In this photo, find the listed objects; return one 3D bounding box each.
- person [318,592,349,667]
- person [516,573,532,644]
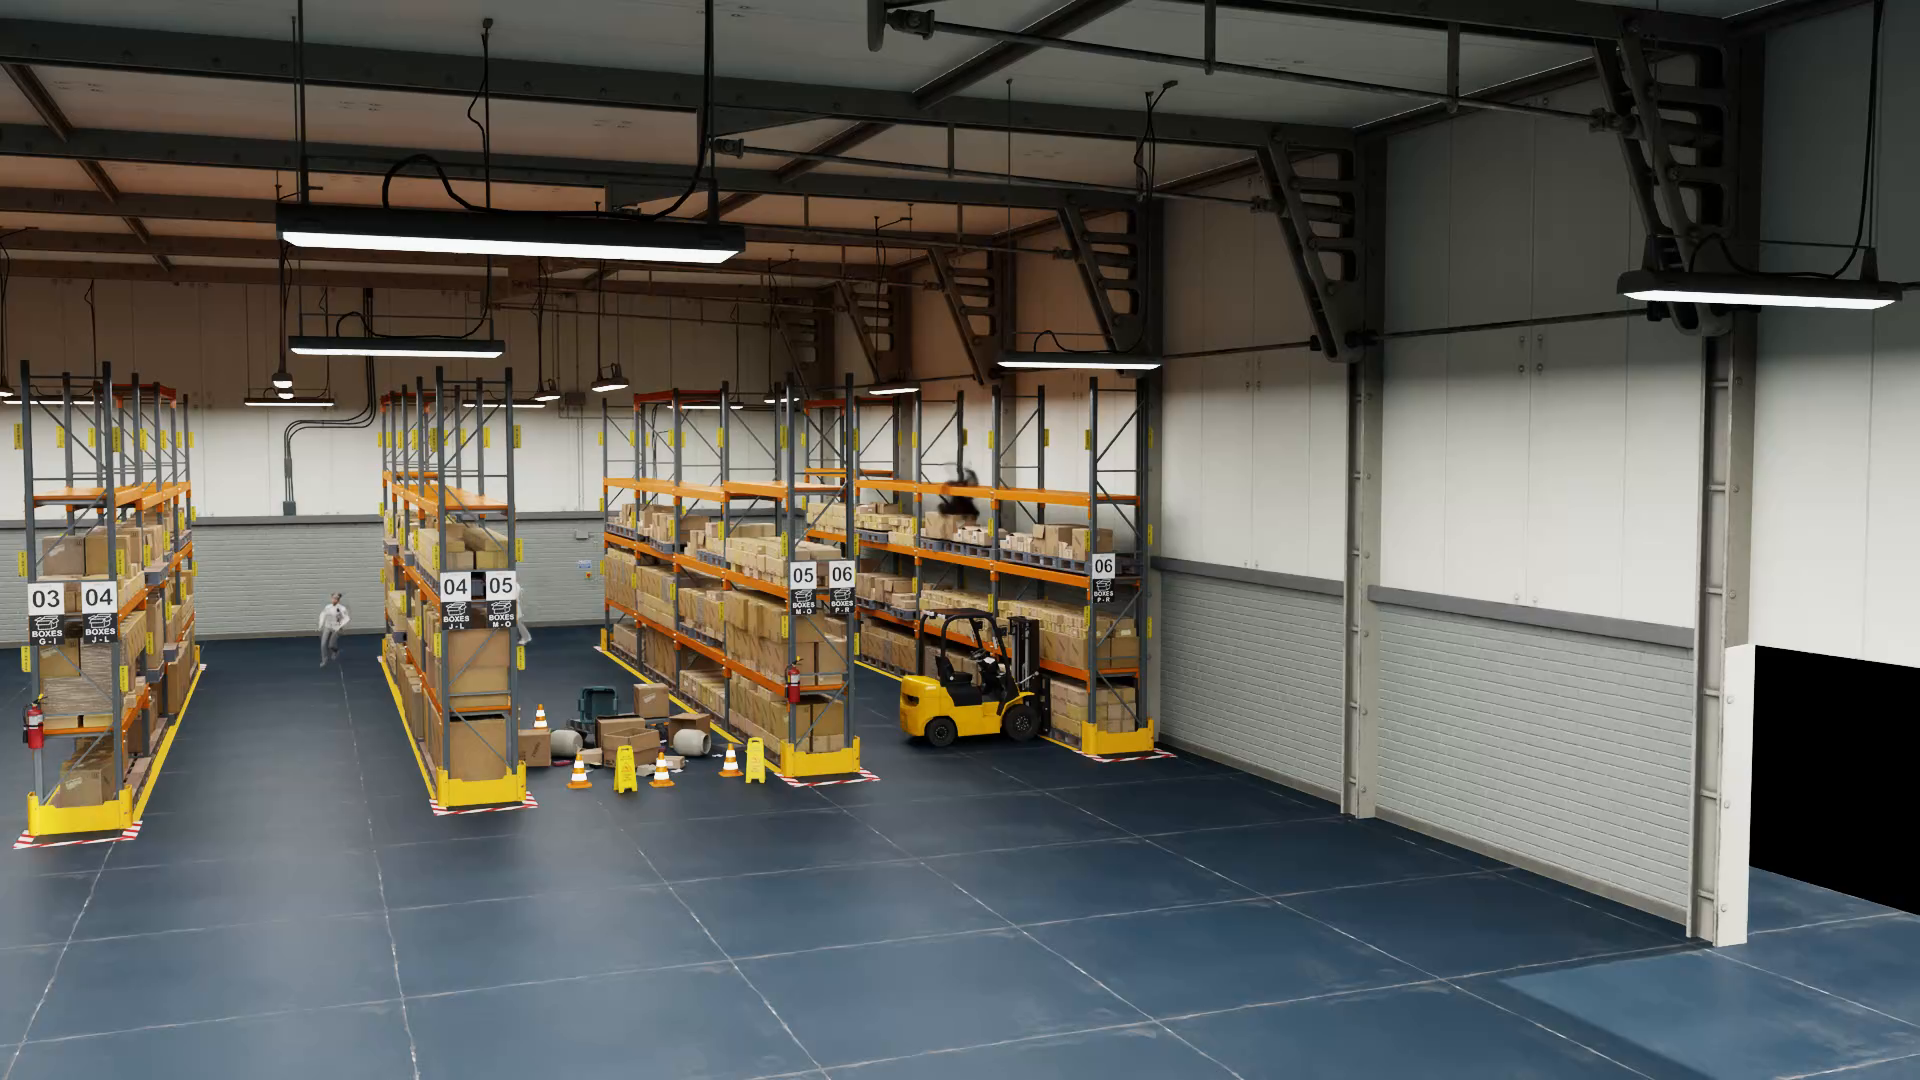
[{"bbox_3d":[-13.914,1.978,36.960,0.657,1.645,0.597,0,3,2],"label":"person"},{"bbox_3d":[-10.809,1.694,40.250,0.855,1.849,0.672,-3,4,-40],"label":"person"}]
